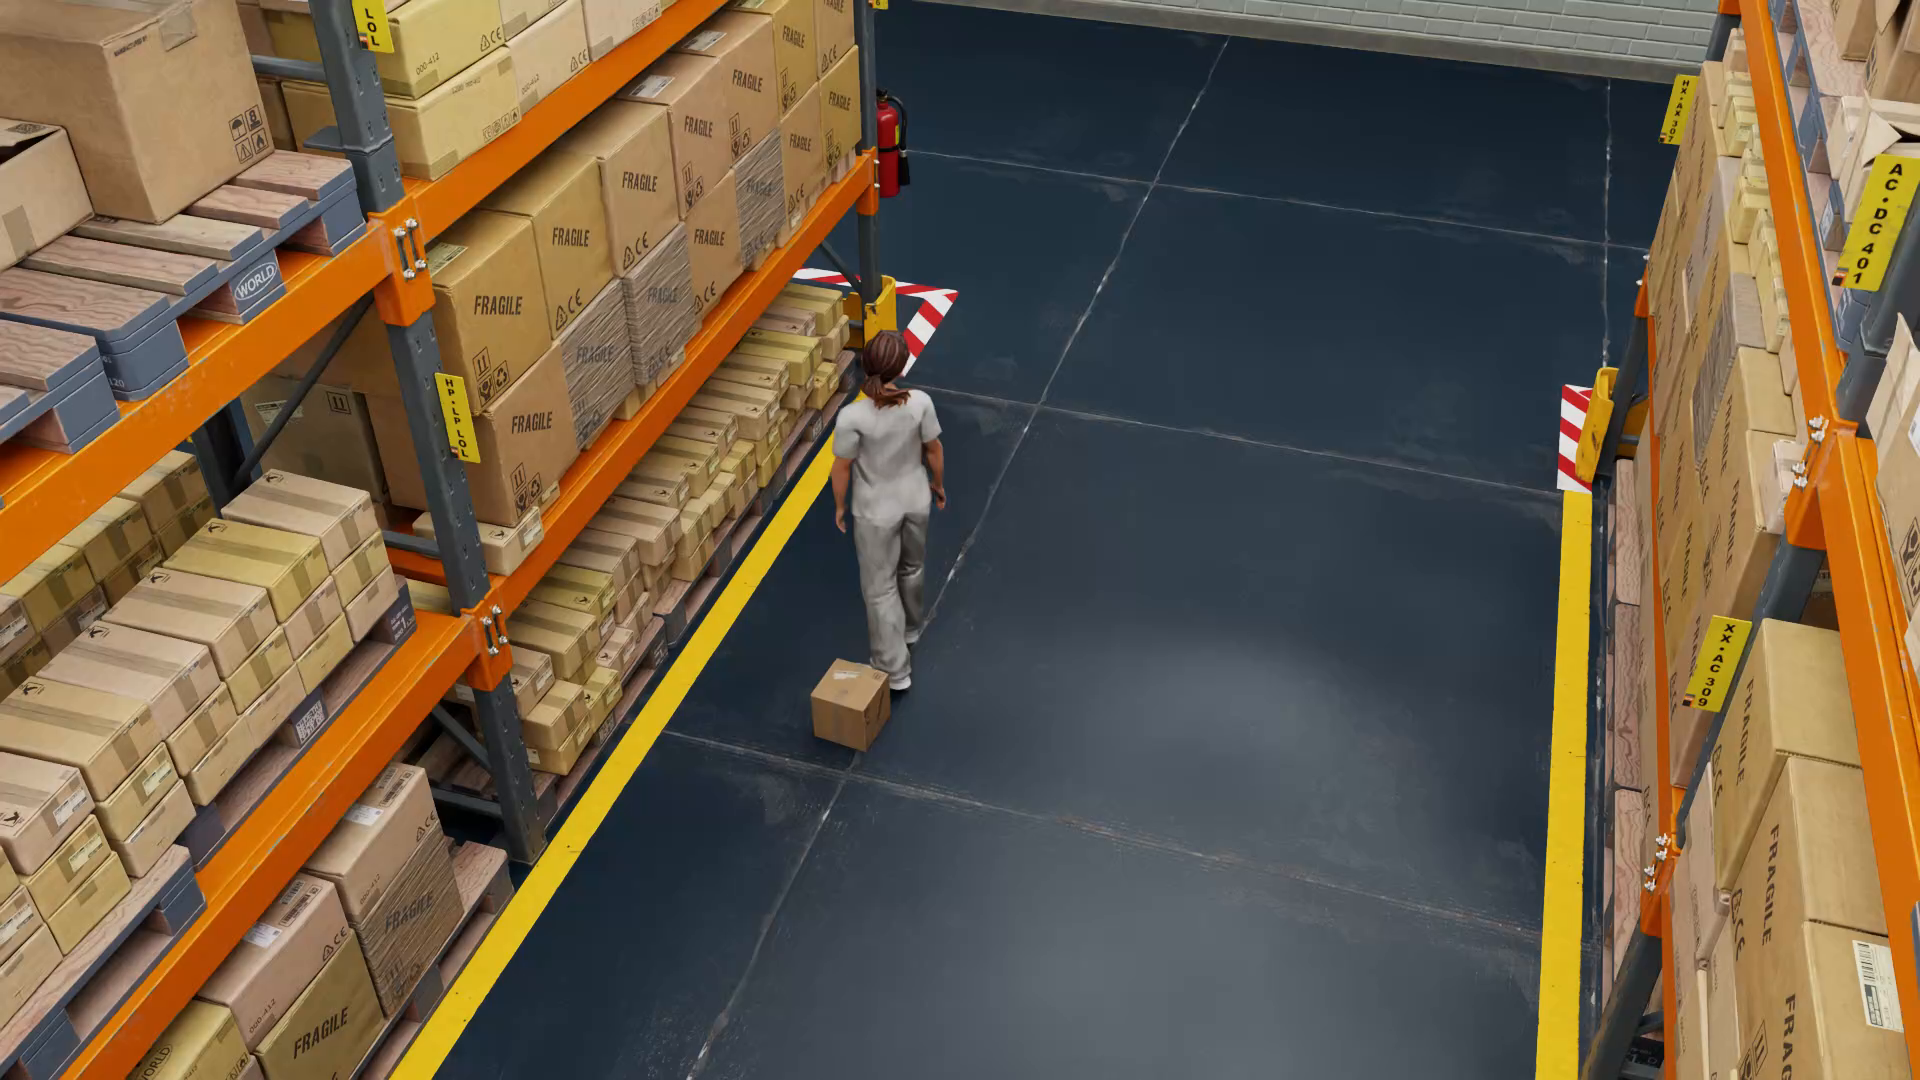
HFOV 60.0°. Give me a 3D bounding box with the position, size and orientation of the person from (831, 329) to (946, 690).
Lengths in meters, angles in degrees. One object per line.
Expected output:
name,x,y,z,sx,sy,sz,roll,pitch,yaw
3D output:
person,-0.307,-0.164,7.069,0.536,1.666,0.583,-19,41,-23
